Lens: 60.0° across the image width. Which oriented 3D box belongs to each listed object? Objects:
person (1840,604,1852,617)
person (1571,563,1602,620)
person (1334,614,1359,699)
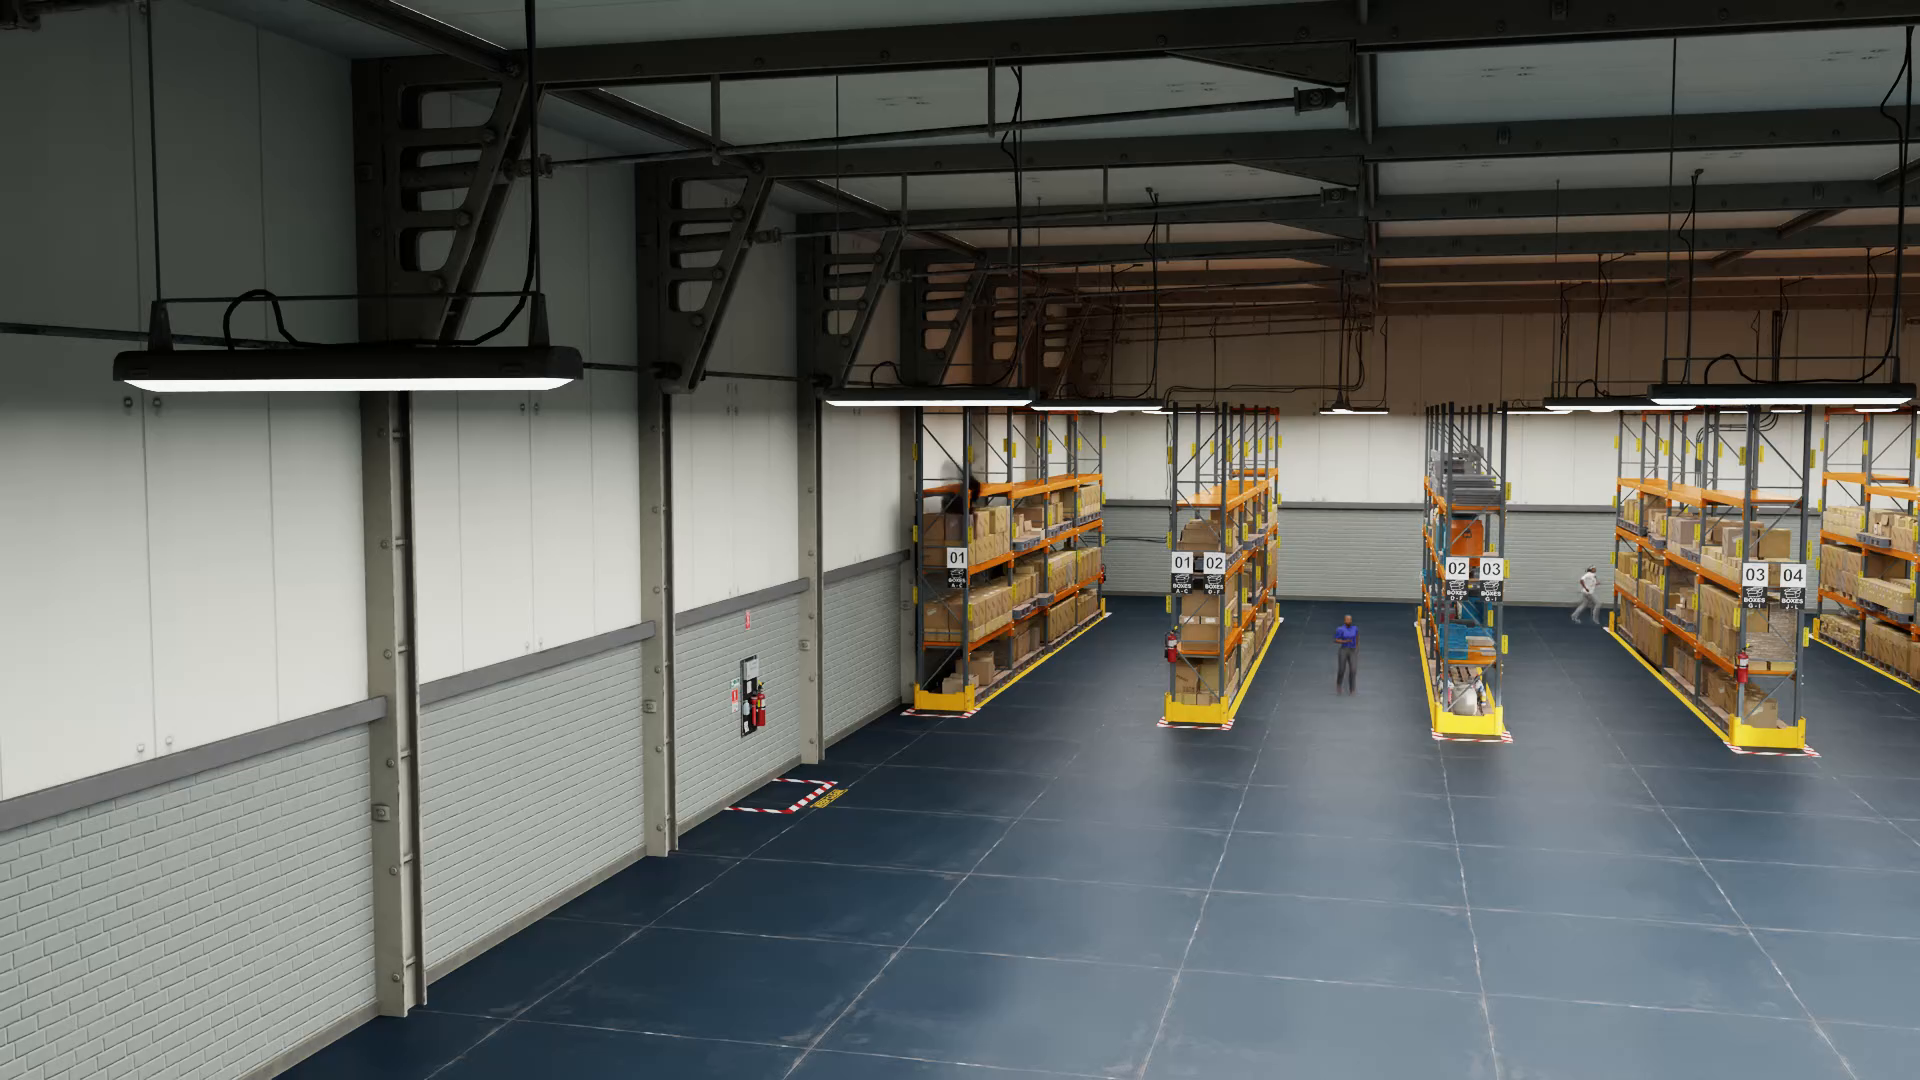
[{"bbox_3d":[23.570,1.671,43.982,0.706,1.642,0.565,0,4,-3],"label":"person"},{"bbox_3d":[17.303,1.409,45.890,0.786,1.551,0.551,1,4,15],"label":"person"},{"bbox_3d":[7.940,2.365,34.163,0.578,1.711,0.817,0,4,-2],"label":"person"}]
